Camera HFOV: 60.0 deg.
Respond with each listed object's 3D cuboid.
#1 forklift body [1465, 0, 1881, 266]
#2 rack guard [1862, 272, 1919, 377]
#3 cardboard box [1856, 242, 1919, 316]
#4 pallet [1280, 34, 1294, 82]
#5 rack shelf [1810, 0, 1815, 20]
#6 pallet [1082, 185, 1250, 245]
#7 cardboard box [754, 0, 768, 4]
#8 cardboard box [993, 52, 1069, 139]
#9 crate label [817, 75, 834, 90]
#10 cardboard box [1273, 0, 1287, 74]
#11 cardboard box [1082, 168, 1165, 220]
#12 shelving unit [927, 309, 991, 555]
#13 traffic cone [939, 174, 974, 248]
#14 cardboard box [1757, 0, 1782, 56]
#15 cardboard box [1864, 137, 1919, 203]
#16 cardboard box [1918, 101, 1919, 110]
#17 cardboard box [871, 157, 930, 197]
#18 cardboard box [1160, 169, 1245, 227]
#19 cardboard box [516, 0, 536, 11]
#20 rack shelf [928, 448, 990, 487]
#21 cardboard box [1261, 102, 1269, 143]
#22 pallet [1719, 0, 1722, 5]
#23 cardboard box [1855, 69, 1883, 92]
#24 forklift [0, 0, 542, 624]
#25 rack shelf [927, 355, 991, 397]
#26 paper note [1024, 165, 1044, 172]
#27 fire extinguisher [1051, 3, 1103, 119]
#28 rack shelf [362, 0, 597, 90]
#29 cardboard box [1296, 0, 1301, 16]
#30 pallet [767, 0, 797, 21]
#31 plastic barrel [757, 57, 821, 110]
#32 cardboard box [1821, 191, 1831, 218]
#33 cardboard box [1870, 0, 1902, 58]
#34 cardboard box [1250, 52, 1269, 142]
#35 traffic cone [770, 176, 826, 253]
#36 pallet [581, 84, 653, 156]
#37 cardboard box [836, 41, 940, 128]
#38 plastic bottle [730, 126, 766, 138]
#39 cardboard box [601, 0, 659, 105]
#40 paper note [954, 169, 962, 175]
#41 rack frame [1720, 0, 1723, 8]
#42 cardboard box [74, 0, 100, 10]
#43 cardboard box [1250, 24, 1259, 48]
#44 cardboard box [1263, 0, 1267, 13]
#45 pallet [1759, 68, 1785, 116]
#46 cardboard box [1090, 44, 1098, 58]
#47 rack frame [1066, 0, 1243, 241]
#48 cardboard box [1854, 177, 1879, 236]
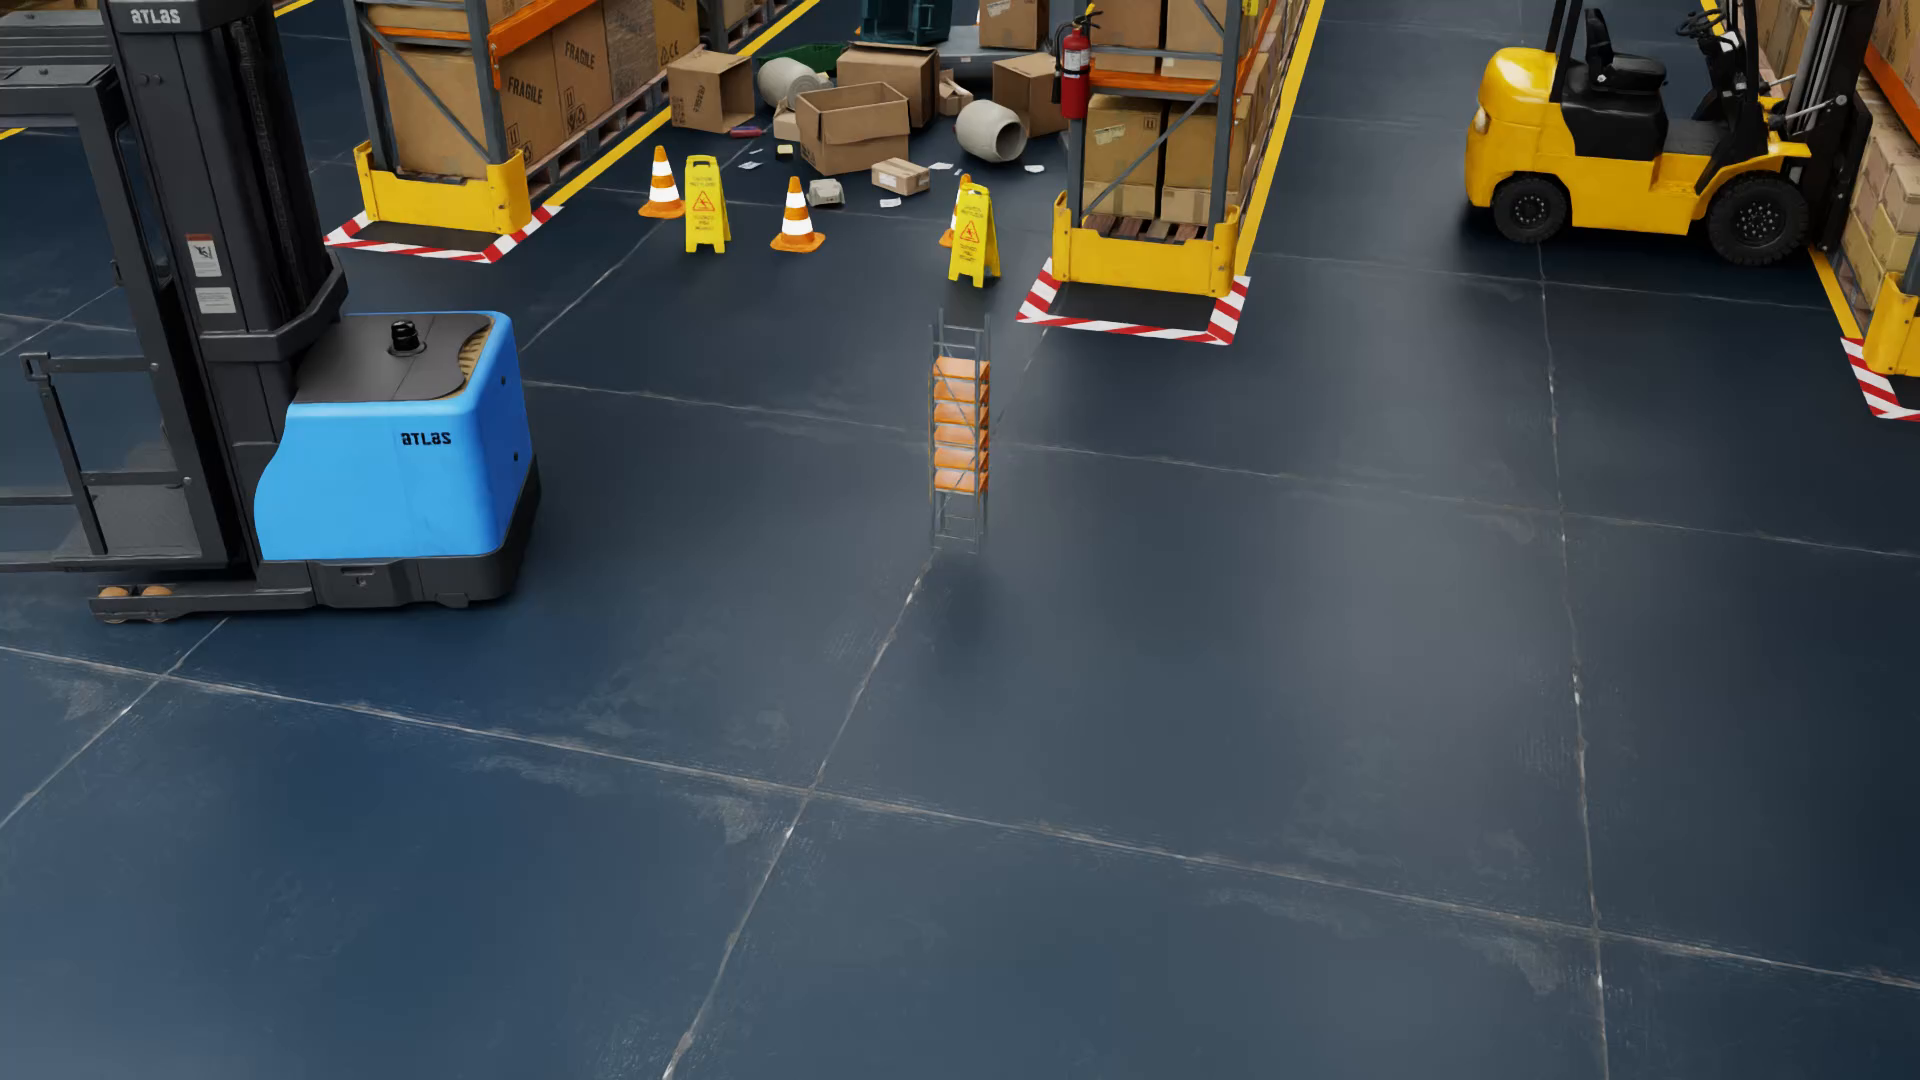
[{"bbox_3d":[4.700,-3.149,11.198,2.313,2.155,1.214,8,33,12],"label":"forklift body"},{"bbox_3d":[5.977,-1.207,9.683,1.175,0.500,0.348,8,33,12],"label":"rack guard"},{"bbox_3d":[5.797,-1.578,10.108,0.500,0.250,0.500,8,33,13],"label":"cardboard box"},{"bbox_3d":[2.393,-4.252,14.741,1.003,0.211,1.213,8,33,12],"label":"pallet"},{"bbox_3d":[7.506,-5.085,14.123,1.077,0.370,4.000,8,33,12],"label":"rack shelf"},{"bbox_3d":[1.441,-2.228,11.558,1.003,0.211,1.213,8,33,12],"label":"pallet"},{"bbox_3d":[-2.298,-5.708,16.138,1.050,0.750,0.750,8,33,12],"label":"cardboard box"},{"bbox_3d":[0.608,-3.600,13.444,0.500,0.500,0.500,-21,38,-29],"label":"cardboard box"},{"bbox_3d":[-1.237,-3.872,14.214,0.298,0.136,0.250,-14,35,-21],"label":"crate label"},{"bbox_3d":[2.306,-4.014,13.240,0.500,0.500,0.500,8,33,12],"label":"cardboard box"},{"bbox_3d":[1.132,-2.434,11.454,0.500,0.250,0.500,8,33,12],"label":"cardboard box"},{"bbox_3d":[-0.004,-0.499,7.916,0.258,1.200,0.189,8,33,12],"label":"shelving unit"},{"bbox_3d":[0.043,-2.277,11.400,0.336,0.463,0.334,8,33,12],"label":"traffic cone"},{"bbox_3d":[7.513,-4.590,14.496,0.875,0.625,0.625,7,33,10],"label":"cardboard box"},{"bbox_3d":[5.923,-2.261,10.249,0.500,0.250,0.500,9,33,13],"label":"cardboard box"},{"bbox_3d":[5.854,-2.608,9.463,0.500,0.500,0.500,7,33,11],"label":"cardboard box"},{"bbox_3d":[-0.440,-2.700,12.359,0.380,0.149,0.250,28,42,36],"label":"cardboard box"},{"bbox_3d":[1.654,-2.346,11.316,0.500,0.250,0.500,8,33,12],"label":"cardboard box"},{"bbox_3d":[-3.464,-4.120,11.796,0.875,0.550,0.550,8,33,12],"label":"cardboard box"},{"bbox_3d":[-0.004,-0.360,8.005,0.258,0.103,0.180,8,33,12],"label":"rack shelf"},{"bbox_3d":[2.047,-3.157,12.591,0.500,0.250,0.500,9,33,13],"label":"cardboard box"},{"bbox_3d":[8.240,-5.631,16.912,1.003,0.211,1.213,8,33,12],"label":"pallet"},{"bbox_3d":[6.318,-3.057,11.502,0.500,0.250,0.500,9,34,14],"label":"cardboard box"},{"bbox_3d":[-3.626,-1.144,7.318,3.031,2.935,1.130,-1,32,-2],"label":"forklift"},{"bbox_3d":[-0.004,-0.765,7.747,0.258,0.103,0.180,8,33,12],"label":"rack shelf"},{"bbox_3d":[0.569,-2.841,12.691,0.142,0.019,0.148,-3,33,-4],"label":"paper note"},{"bbox_3d":[0.707,-2.919,10.118,0.296,0.674,0.183,8,33,12],"label":"fire extinguisher"},{"bbox_3d":[-3.125,-4.304,12.895,1.077,0.370,4.000,8,33,12],"label":"rack shelf"},{"bbox_3d":[2.681,-5.100,15.534,0.950,0.372,0.625,9,34,14],"label":"cardboard box"},{"bbox_3d":[-2.187,-5.515,16.728,1.003,0.211,1.213,8,33,12],"label":"pallet"},{"bbox_3d":[-1.421,-3.761,13.771,0.421,0.421,0.512,-21,38,-29],"label":"plastic barrel"},{"bbox_3d":[6.178,-2.366,11.347,0.500,0.250,0.500,9,34,14],"label":"cardboard box"},{"bbox_3d":[6.242,-3.404,10.716,0.500,0.500,0.500,8,33,13],"label":"cardboard box"},{"bbox_3d":[1.923,-3.206,11.970,0.500,0.500,0.500,9,33,13],"label":"cardboard box"},{"bbox_3d":[-1.117,-2.251,11.360,0.336,0.463,0.334,8,33,12],"label":"traffic cone"},{"bbox_3d":[-3.193,-3.450,13.480,1.003,0.211,1.213,8,33,12],"label":"pallet"},{"bbox_3d":[-0.592,-3.695,13.466,0.797,0.637,0.503,8,33,12],"label":"cardboard box"},{"bbox_3d":[-1.698,-3.277,13.349,0.283,0.061,0.133,-3,33,-4],"label":"plastic bottle"},{"bbox_3d":[-3.070,-4.141,13.557,0.875,0.875,0.875,8,33,13],"label":"cardboard box"},{"bbox_3d":[-0.012,-2.798,12.641,0.032,0.001,0.123,8,33,12],"label":"paper note"},{"bbox_3d":[8.014,-6.426,15.562,1.000,3.000,0.127,8,33,12],"label":"rack frame"},{"bbox_3d":[-7.749,-4.662,14.727,0.500,0.500,0.500,5,33,8],"label":"cardboard box"},{"bbox_3d":[1.773,-3.376,10.998,0.380,0.149,0.250,9,33,13],"label":"cardboard box"},{"bbox_3d":[1.826,-3.858,11.152,0.500,0.500,0.500,7,33,11],"label":"cardboard box"},{"bbox_3d":[7.148,-3.561,13.655,1.003,0.211,1.213,8,33,12],"label":"pallet"},{"bbox_3d":[1.026,-3.212,10.741,0.380,0.149,0.250,8,33,12],"label":"cardboard box"},{"bbox_3d":[1.181,-2.948,10.092,1.000,3.000,0.127,8,33,12],"label":"rack frame"},{"bbox_3d":[5.942,-2.056,10.394,0.500,0.250,0.500,8,33,12],"label":"cardboard box"}]
